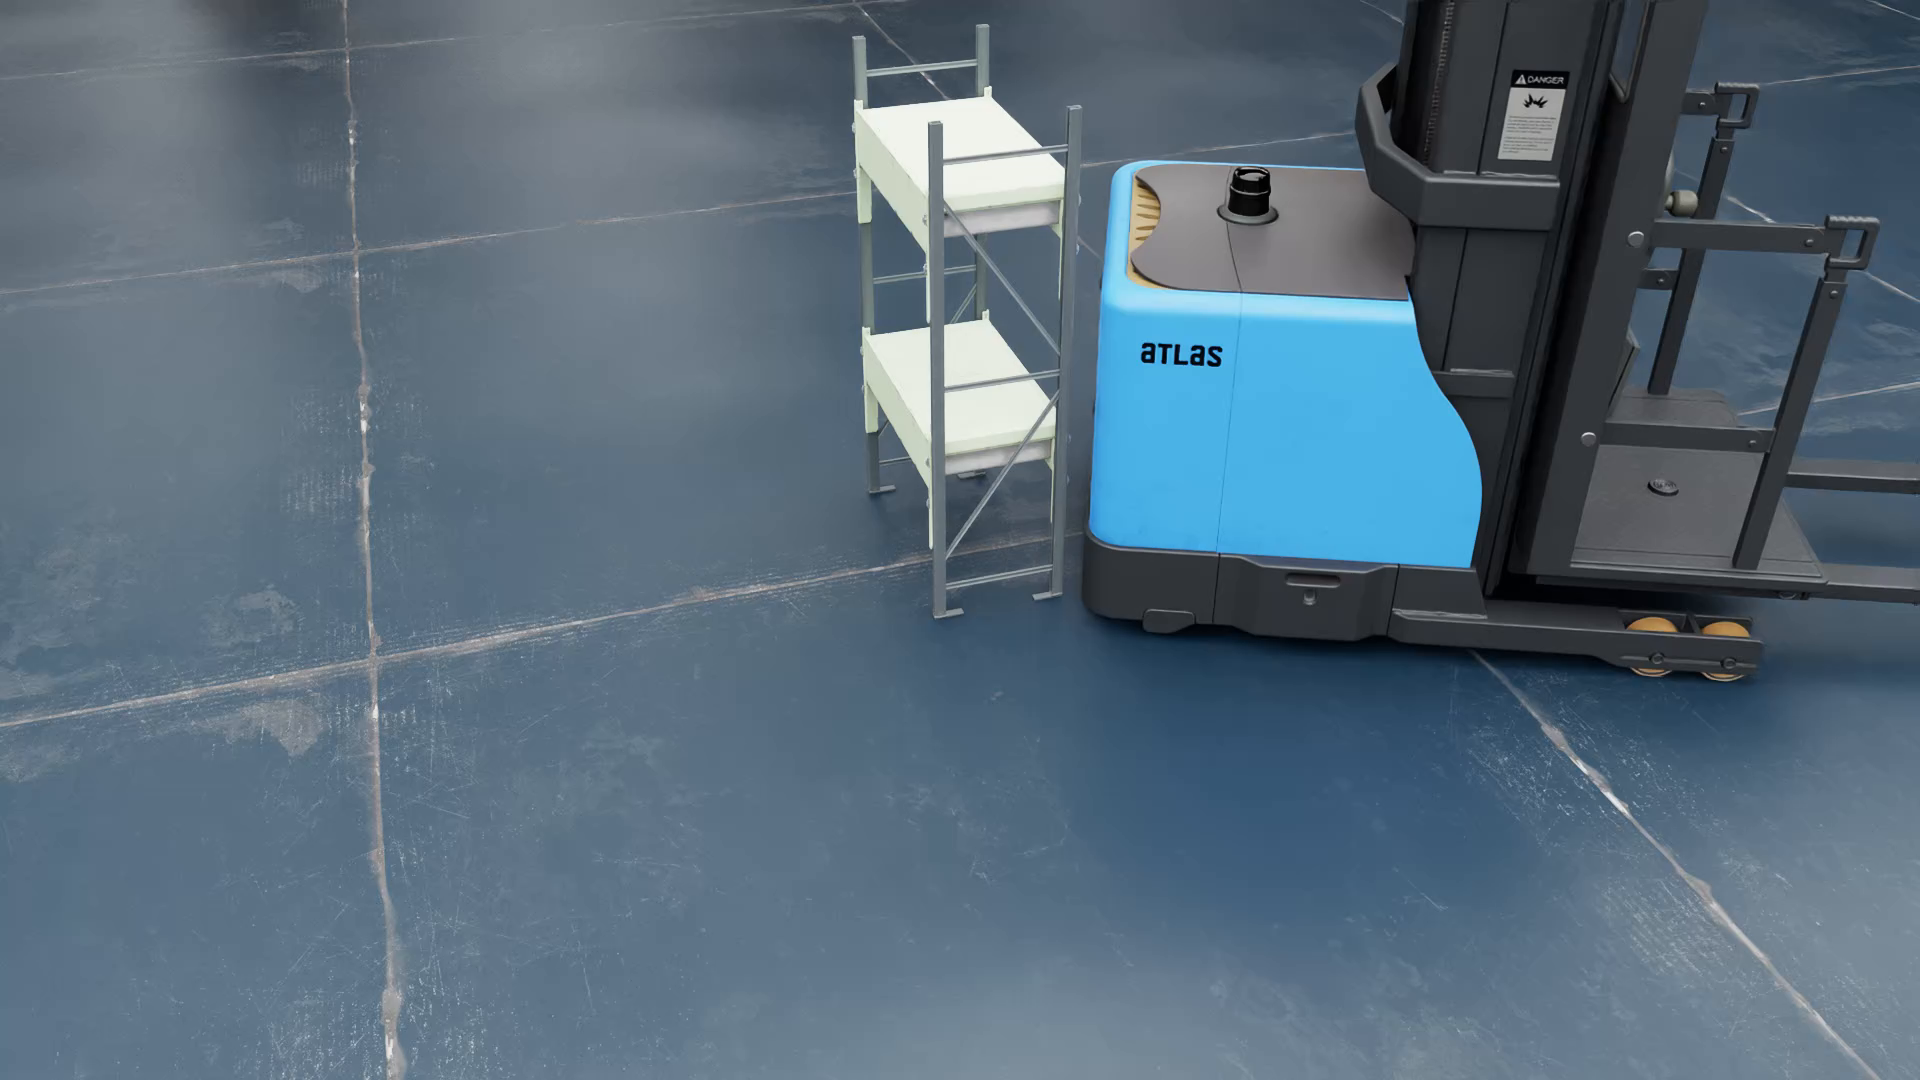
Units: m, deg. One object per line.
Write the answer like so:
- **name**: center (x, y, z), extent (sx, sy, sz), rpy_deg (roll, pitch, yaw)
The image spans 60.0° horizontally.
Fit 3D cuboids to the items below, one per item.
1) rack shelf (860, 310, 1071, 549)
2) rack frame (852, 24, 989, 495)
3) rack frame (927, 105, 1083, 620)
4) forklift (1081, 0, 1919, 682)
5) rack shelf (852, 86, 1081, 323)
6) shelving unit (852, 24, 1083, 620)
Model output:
- **rack shelf**: center (0.002, -0.350, 5.011), extent (0.431, 0.370, 0.720), rpy_deg (-10, 35, -15)
- **rack frame**: center (-0.110, -0.814, 5.122), extent (0.400, 1.500, 0.023), rpy_deg (-10, 35, -15)
- **rack frame**: center (0.114, -0.430, 4.540), extent (0.400, 1.500, 0.023), rpy_deg (-10, 35, -15)
- **forklift**: center (1.908, -1.138, 4.314), extent (3.031, 2.935, 1.130), rpy_deg (4, 34, 5)
- **rack shelf**: center (0.002, -0.948, 4.616), extent (0.431, 0.370, 0.720), rpy_deg (-10, 35, -15)
- **shelving unit**: center (0.002, -0.622, 4.831), extent (0.431, 1.500, 0.755), rpy_deg (-10, 35, -15)
